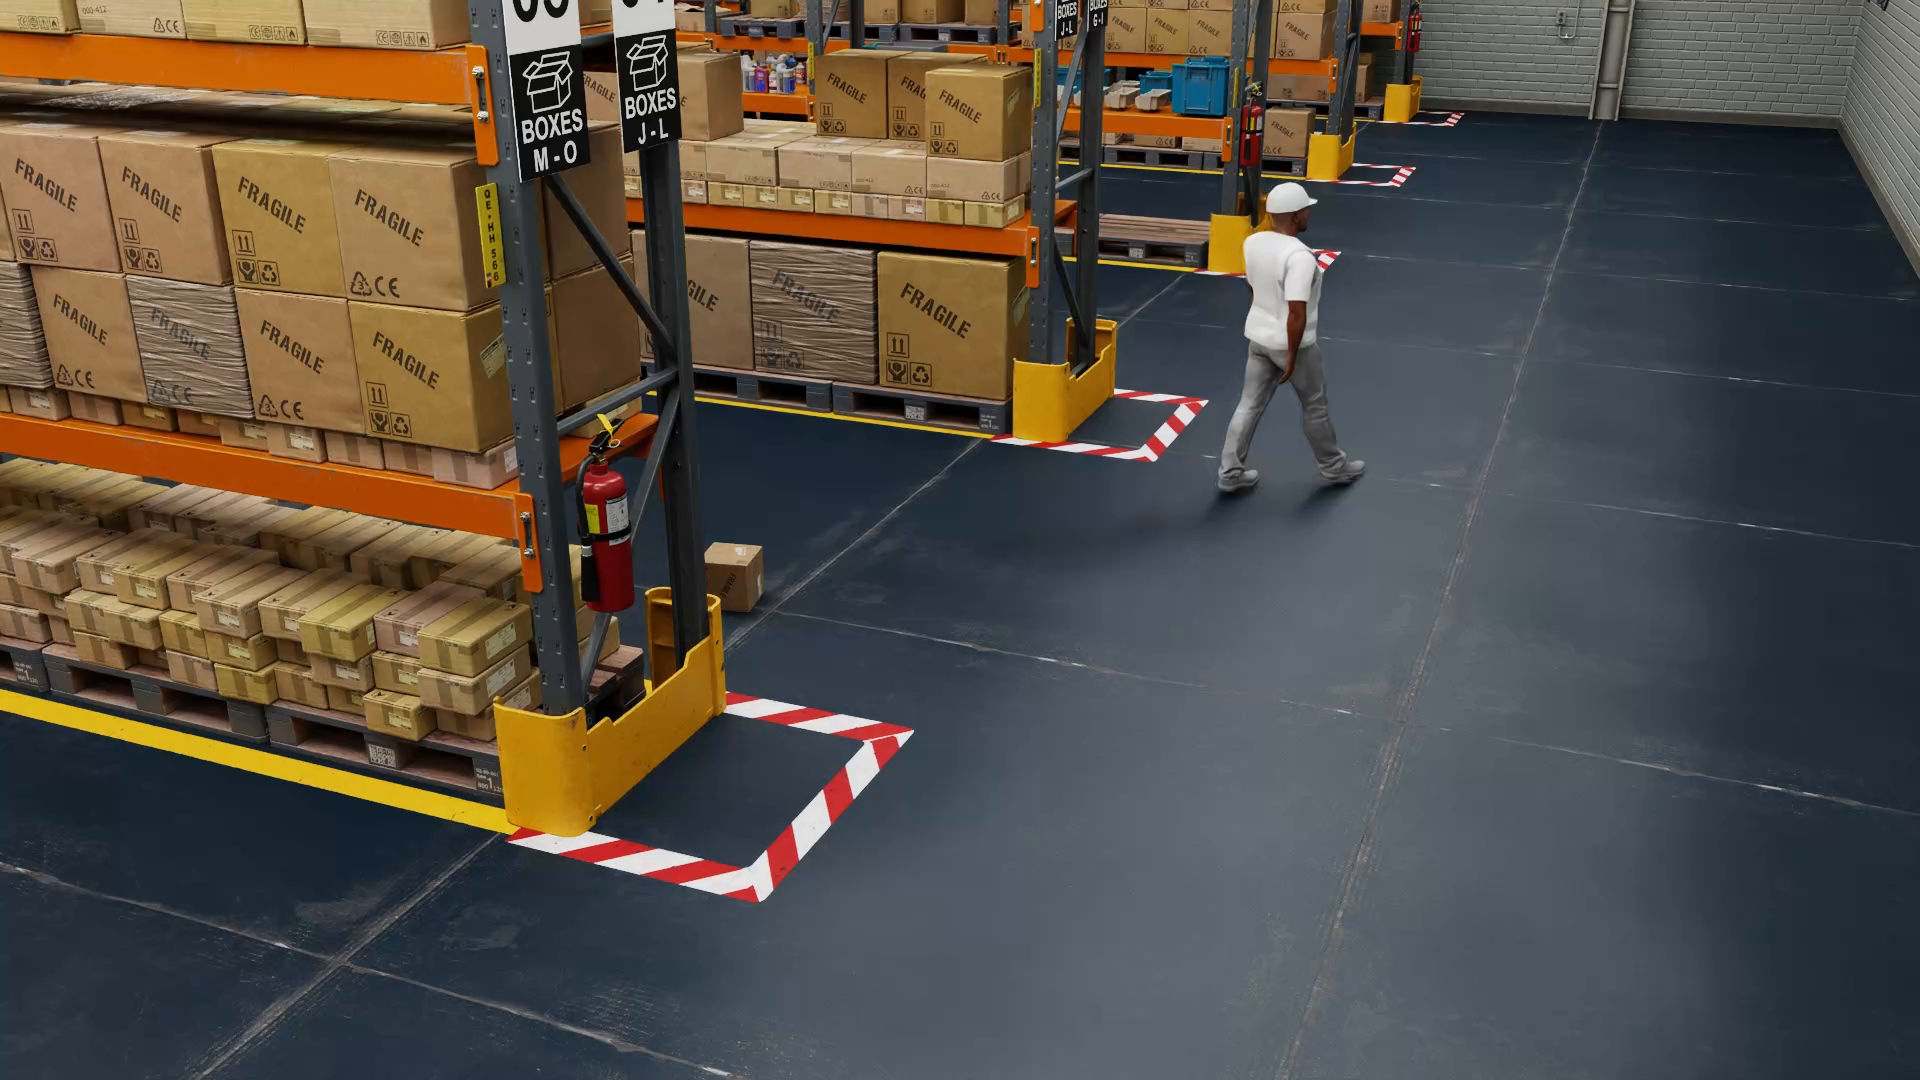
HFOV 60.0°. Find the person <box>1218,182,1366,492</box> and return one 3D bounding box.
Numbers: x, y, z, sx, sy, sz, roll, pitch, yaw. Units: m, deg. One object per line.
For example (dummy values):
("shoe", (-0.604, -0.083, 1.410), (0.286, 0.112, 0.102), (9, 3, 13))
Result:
("person", (1.889, -1.157, 9.349), (0.953, 1.719, 0.581), (-13, 26, -29))
